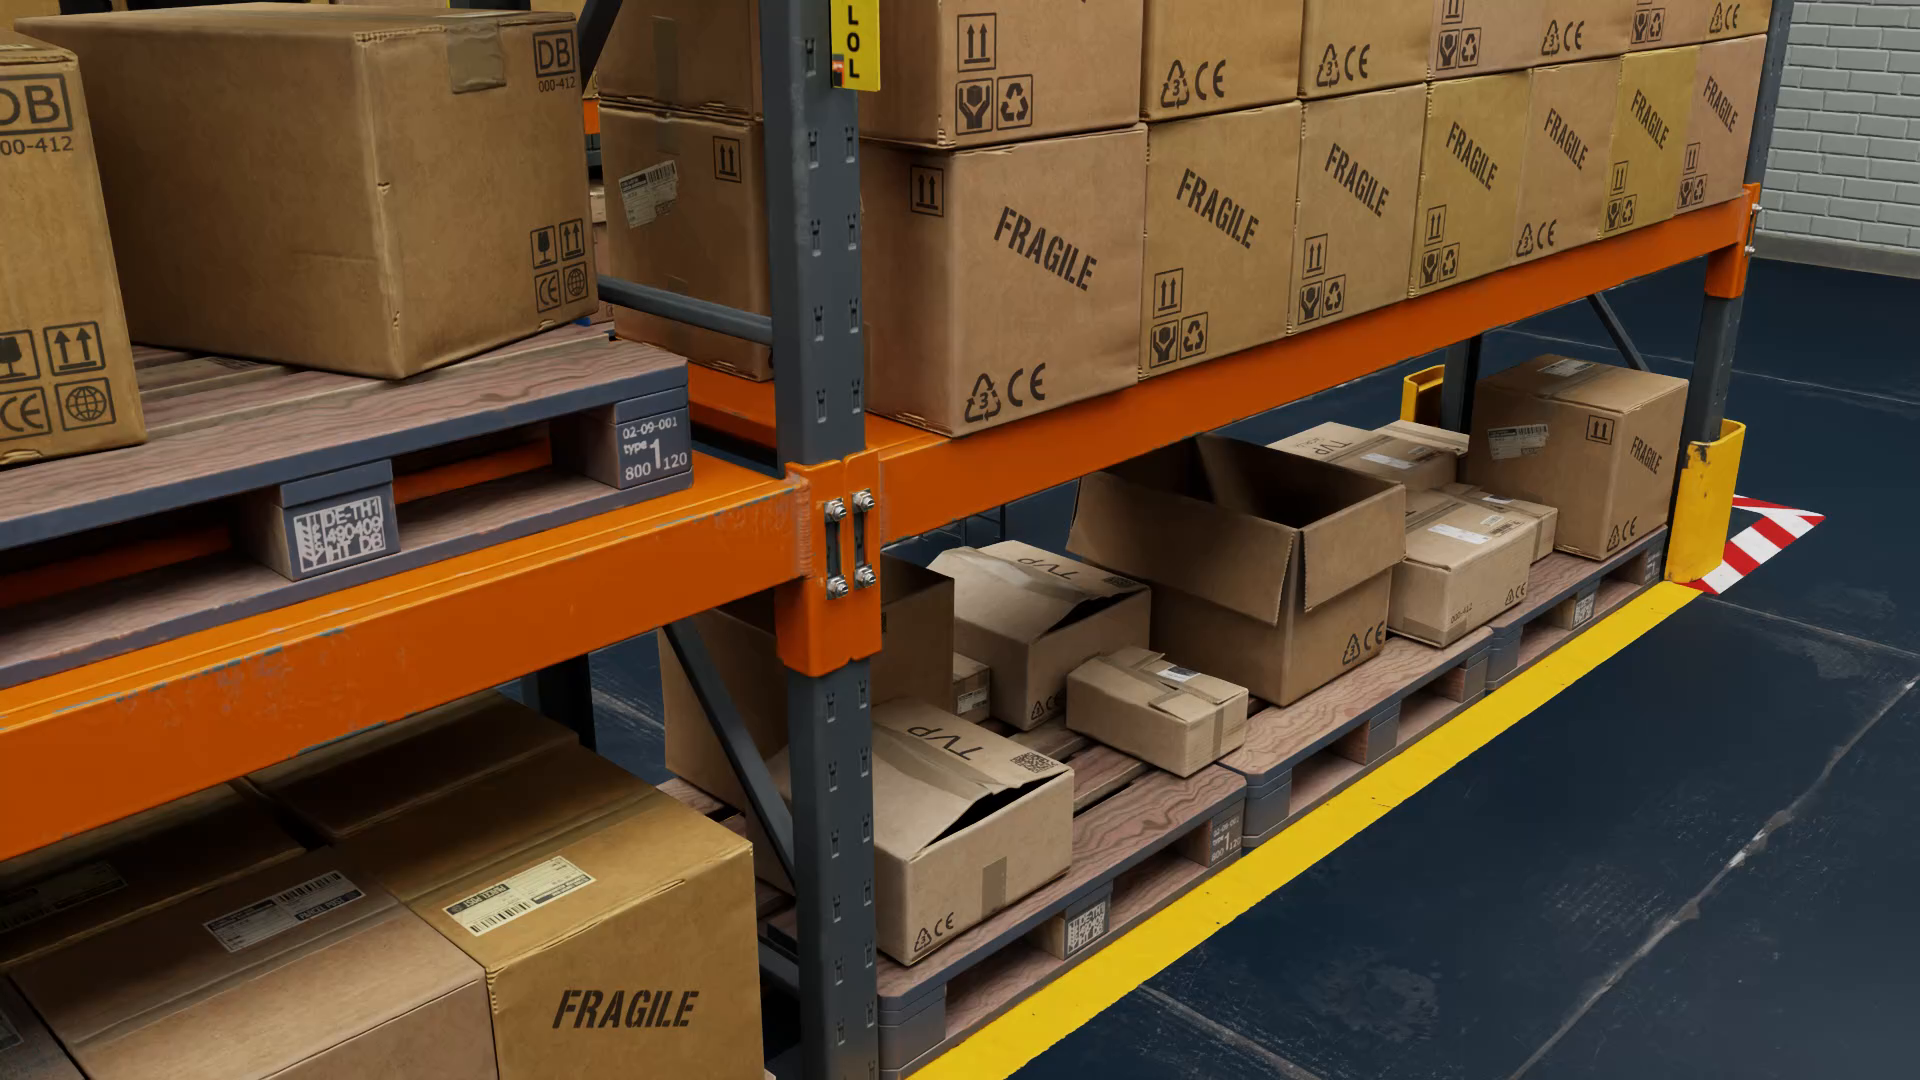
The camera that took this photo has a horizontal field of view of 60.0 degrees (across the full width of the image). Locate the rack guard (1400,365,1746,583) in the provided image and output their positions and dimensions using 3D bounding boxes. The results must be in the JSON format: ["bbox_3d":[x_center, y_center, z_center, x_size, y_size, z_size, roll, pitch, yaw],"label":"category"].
[{"bbox_3d":[2.182,-0.266,6.069,1.175,0.500,0.348,19,28,41],"label":"rack guard"}]

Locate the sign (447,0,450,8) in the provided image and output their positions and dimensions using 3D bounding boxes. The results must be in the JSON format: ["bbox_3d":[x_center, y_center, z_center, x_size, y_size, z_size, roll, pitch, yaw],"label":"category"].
[{"bbox_3d":[-0.949,-0.962,3.189,0.100,0.325,0.005,19,28,41],"label":"sign"}]

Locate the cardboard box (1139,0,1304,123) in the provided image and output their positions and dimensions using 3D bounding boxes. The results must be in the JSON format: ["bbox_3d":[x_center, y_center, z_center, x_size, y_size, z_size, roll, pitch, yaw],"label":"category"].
[{"bbox_3d":[0.335,-1.121,3.276,0.500,0.500,0.500,18,28,39],"label":"cardboard box"}]

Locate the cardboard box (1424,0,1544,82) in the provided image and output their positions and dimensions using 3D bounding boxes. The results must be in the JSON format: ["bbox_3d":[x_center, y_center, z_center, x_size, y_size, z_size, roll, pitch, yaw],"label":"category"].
[{"bbox_3d":[1.053,-1.386,3.966,0.500,0.500,0.500,-19,28,-40],"label":"cardboard box"}]

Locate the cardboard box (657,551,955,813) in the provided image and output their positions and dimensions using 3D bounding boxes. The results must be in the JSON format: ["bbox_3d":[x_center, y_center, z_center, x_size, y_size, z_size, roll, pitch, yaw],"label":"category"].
[{"bbox_3d":[-0.361,0.320,3.932,0.500,0.500,0.500,19,28,41],"label":"cardboard box"}]

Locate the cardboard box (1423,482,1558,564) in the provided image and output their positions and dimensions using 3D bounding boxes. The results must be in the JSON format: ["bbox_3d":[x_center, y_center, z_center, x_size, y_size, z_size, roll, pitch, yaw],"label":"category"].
[{"bbox_3d":[1.685,-0.052,5.365,0.380,0.166,0.250,19,28,41],"label":"cardboard box"}]

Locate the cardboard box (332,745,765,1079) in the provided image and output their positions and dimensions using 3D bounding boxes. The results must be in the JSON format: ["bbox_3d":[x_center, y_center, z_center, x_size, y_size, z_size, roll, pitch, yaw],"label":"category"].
[{"bbox_3d":[-0.694,0.736,2.849,0.500,0.500,0.500,19,28,40],"label":"cardboard box"}]

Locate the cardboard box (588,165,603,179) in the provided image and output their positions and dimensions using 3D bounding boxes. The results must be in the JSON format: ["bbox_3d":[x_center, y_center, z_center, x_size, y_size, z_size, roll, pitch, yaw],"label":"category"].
[{"bbox_3d":[-1.789,-1.900,8.832,0.380,0.149,0.250,20,28,41],"label":"cardboard box"}]

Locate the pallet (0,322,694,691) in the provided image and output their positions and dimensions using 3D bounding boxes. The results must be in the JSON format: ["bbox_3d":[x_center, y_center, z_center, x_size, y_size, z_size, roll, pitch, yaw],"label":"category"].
[{"bbox_3d":[-1.191,-0.156,2.567,1.003,0.211,1.213,19,28,41],"label":"pallet"}]

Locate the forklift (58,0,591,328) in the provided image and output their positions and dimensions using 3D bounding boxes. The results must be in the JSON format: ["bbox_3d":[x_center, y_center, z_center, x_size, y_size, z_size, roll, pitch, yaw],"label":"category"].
[{"bbox_3d":[-2.697,-1.159,5.005,3.031,2.935,1.130,-5,22,-12],"label":"forklift"}]

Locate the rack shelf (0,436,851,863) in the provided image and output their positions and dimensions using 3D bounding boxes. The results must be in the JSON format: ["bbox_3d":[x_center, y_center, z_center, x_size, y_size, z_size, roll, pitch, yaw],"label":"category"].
[{"bbox_3d":[-1.950,0.426,1.788,1.077,0.370,4.000,19,28,41],"label":"rack shelf"}]

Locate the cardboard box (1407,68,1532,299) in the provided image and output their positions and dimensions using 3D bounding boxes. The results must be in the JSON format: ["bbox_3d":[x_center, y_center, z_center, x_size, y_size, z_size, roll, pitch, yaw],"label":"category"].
[{"bbox_3d":[1.055,-0.925,4.161,0.500,0.500,0.500,19,28,40],"label":"cardboard box"}]

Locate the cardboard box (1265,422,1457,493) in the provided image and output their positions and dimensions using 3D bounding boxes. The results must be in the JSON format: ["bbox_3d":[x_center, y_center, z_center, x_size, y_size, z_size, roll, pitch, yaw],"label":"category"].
[{"bbox_3d":[1.304,-0.177,5.573,0.500,0.250,0.500,19,28,41],"label":"cardboard box"}]

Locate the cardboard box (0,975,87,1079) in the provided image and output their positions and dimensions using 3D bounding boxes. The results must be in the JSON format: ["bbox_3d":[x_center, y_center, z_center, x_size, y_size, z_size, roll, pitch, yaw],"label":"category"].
[{"bbox_3d":[-1.395,0.990,2.189,0.500,0.500,0.500,20,29,41],"label":"cardboard box"}]

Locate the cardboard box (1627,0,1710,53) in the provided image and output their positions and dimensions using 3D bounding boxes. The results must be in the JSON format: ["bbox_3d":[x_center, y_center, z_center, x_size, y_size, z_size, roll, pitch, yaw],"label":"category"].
[{"bbox_3d":[1.770,-1.652,4.659,0.500,0.500,0.500,-19,28,-41],"label":"cardboard box"}]

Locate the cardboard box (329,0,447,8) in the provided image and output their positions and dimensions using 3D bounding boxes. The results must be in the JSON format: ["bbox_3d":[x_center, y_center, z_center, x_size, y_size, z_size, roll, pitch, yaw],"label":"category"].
[{"bbox_3d":[-2.703,-2.314,7.496,0.980,0.700,0.700,18,27,38],"label":"cardboard box"}]

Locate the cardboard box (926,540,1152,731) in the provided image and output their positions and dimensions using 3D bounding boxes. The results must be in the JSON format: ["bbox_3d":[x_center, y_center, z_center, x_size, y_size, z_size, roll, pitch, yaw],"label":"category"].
[{"bbox_3d":[0.162,0.216,4.467,0.500,0.311,0.500,19,28,41],"label":"cardboard box"}]

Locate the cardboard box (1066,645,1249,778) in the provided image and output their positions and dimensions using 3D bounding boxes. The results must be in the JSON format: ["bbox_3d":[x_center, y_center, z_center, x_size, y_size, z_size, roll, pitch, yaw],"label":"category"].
[{"bbox_3d":[0.489,0.415,4.151,0.380,0.166,0.250,19,28,41],"label":"cardboard box"}]

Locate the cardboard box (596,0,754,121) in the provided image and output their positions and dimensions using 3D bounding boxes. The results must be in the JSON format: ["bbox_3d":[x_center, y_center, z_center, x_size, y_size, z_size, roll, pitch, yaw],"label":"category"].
[{"bbox_3d":[-0.388,-1.132,3.306,0.500,0.500,0.500,19,28,41],"label":"cardboard box"}]

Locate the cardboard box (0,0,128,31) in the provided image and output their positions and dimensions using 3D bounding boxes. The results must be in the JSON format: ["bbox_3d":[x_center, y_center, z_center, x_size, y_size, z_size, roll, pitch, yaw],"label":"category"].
[{"bbox_3d":[-3.717,-1.938,6.518,0.700,0.700,0.980,-20,28,-41],"label":"cardboard box"}]

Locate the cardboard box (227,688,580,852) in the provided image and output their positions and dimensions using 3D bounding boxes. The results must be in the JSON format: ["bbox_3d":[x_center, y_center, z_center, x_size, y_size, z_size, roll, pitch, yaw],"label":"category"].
[{"bbox_3d":[-1.067,0.601,3.201,0.500,0.500,0.500,18,27,38],"label":"cardboard box"}]

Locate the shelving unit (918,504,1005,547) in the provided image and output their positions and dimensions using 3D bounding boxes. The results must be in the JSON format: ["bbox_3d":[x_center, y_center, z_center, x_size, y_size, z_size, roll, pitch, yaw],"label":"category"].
[{"bbox_3d":[0.006,-0.422,5.919,0.258,0.900,0.210,19,28,41],"label":"shelving unit"}]

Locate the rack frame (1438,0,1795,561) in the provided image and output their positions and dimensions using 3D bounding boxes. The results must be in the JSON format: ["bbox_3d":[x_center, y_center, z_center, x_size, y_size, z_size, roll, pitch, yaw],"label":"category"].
[{"bbox_3d":[2.235,-1.452,5.672,1.000,3.000,0.127,19,28,41],"label":"rack frame"}]

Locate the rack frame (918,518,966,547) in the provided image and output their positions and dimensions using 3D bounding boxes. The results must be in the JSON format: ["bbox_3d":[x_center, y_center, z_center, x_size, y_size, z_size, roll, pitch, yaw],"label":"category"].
[{"bbox_3d":[-0.065,-0.396,5.851,0.240,0.900,0.006,19,28,41],"label":"rack frame"}]

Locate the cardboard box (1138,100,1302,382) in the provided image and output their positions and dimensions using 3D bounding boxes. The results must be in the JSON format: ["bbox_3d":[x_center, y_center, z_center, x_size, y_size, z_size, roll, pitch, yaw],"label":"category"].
[{"bbox_3d":[0.350,-0.666,3.486,0.500,0.500,0.500,-20,28,-41],"label":"cardboard box"}]

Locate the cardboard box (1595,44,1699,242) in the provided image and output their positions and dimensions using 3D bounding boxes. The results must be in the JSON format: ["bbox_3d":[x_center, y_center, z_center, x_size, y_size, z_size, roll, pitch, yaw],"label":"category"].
[{"bbox_3d":[1.758,-1.181,4.828,0.500,0.500,0.500,20,28,41],"label":"cardboard box"}]

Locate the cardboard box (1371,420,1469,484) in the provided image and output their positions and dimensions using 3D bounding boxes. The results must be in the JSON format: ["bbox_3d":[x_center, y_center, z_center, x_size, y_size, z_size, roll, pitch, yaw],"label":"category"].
[{"bbox_3d":[1.697,-0.305,6.048,0.380,0.149,0.250,19,28,41],"label":"cardboard box"}]

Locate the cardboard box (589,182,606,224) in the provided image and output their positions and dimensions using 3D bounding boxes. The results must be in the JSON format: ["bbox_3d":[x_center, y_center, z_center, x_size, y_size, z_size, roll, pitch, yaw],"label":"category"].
[{"bbox_3d":[-1.870,-1.673,8.242,0.250,0.149,0.380,-19,28,-41],"label":"cardboard box"}]

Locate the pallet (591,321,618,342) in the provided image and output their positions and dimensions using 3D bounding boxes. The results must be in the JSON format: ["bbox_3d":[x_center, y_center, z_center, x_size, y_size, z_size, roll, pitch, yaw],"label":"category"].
[{"bbox_3d":[-1.818,-1.164,8.809,1.003,0.211,1.213,19,28,41],"label":"pallet"}]

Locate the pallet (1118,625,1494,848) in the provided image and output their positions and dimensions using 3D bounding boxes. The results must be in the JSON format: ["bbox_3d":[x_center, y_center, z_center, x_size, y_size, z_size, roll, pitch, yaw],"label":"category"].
[{"bbox_3d":[0.776,0.386,4.775,1.003,0.211,1.213,19,28,41],"label":"pallet"}]

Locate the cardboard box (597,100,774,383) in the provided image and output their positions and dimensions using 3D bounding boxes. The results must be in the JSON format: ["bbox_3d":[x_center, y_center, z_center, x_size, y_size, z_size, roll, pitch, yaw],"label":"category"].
[{"bbox_3d":[-0.390,-0.663,3.480,0.500,0.500,0.500,-20,28,-41],"label":"cardboard box"}]

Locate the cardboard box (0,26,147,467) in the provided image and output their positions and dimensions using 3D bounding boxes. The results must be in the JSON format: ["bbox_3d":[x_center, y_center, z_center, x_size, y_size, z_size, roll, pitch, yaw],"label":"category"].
[{"bbox_3d":[-1.480,-0.408,2.231,0.500,0.500,0.700,-15,26,-34],"label":"cardboard box"}]
